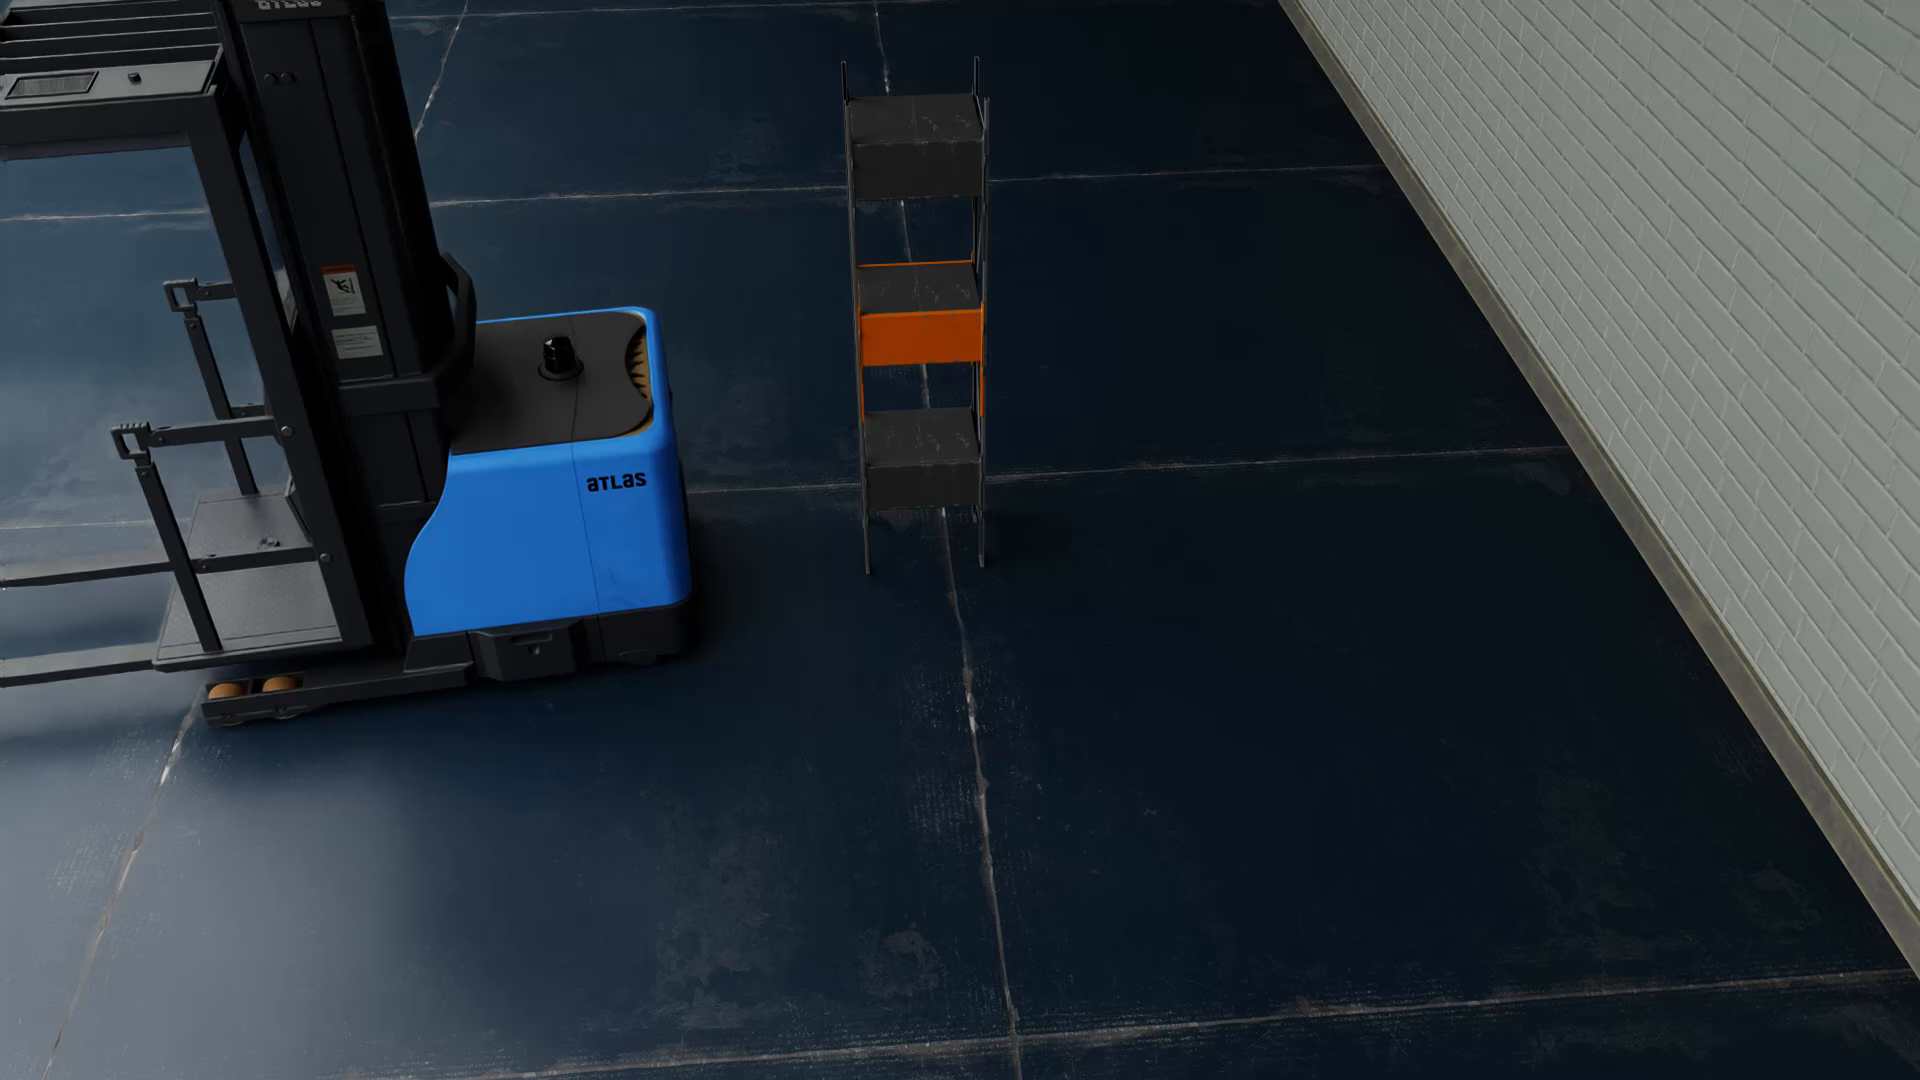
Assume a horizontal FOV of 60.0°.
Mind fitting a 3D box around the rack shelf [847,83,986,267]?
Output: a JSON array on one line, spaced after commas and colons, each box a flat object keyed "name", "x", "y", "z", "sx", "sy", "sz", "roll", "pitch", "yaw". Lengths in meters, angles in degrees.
[{"name": "rack shelf", "x": -0.165, "y": -1.354, "z": 6.163, "sx": 0.480, "sy": 0.518, "sz": 0.431, "roll": -3, "pitch": 38, "yaw": -4}]

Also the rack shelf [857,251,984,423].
[{"name": "rack shelf", "x": -0.165, "y": -0.805, "z": 6.597, "sx": 0.480, "sy": 0.518, "sz": 0.431, "roll": -3, "pitch": 38, "yaw": -4}]

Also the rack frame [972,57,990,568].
[{"name": "rack frame", "x": 0.078, "y": -0.829, "z": 6.605, "sx": 0.015, "sy": 2.100, "sz": 0.400, "roll": -3, "pitch": 38, "yaw": -4}]

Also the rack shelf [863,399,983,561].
[{"name": "rack shelf", "x": -0.165, "y": -0.255, "z": 7.030, "sx": 0.480, "sy": 0.518, "sz": 0.431, "roll": -3, "pitch": 38, "yaw": -4}]

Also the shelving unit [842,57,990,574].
[{"name": "shelving unit", "x": -0.165, "y": -0.815, "z": 6.588, "sx": 0.503, "sy": 2.100, "sz": 0.431, "roll": -3, "pitch": 38, "yaw": -4}]

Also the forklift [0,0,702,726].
[{"name": "forklift", "x": -2.602, "y": -0.798, "z": 5.896, "sx": 3.031, "sy": 2.935, "sz": 1.130, "roll": -7, "pitch": 39, "yaw": -9}]

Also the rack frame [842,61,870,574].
[{"name": "rack frame", "x": -0.408, "y": -0.802, "z": 6.571, "sx": 0.015, "sy": 2.100, "sz": 0.400, "roll": -3, "pitch": 38, "yaw": -4}]
